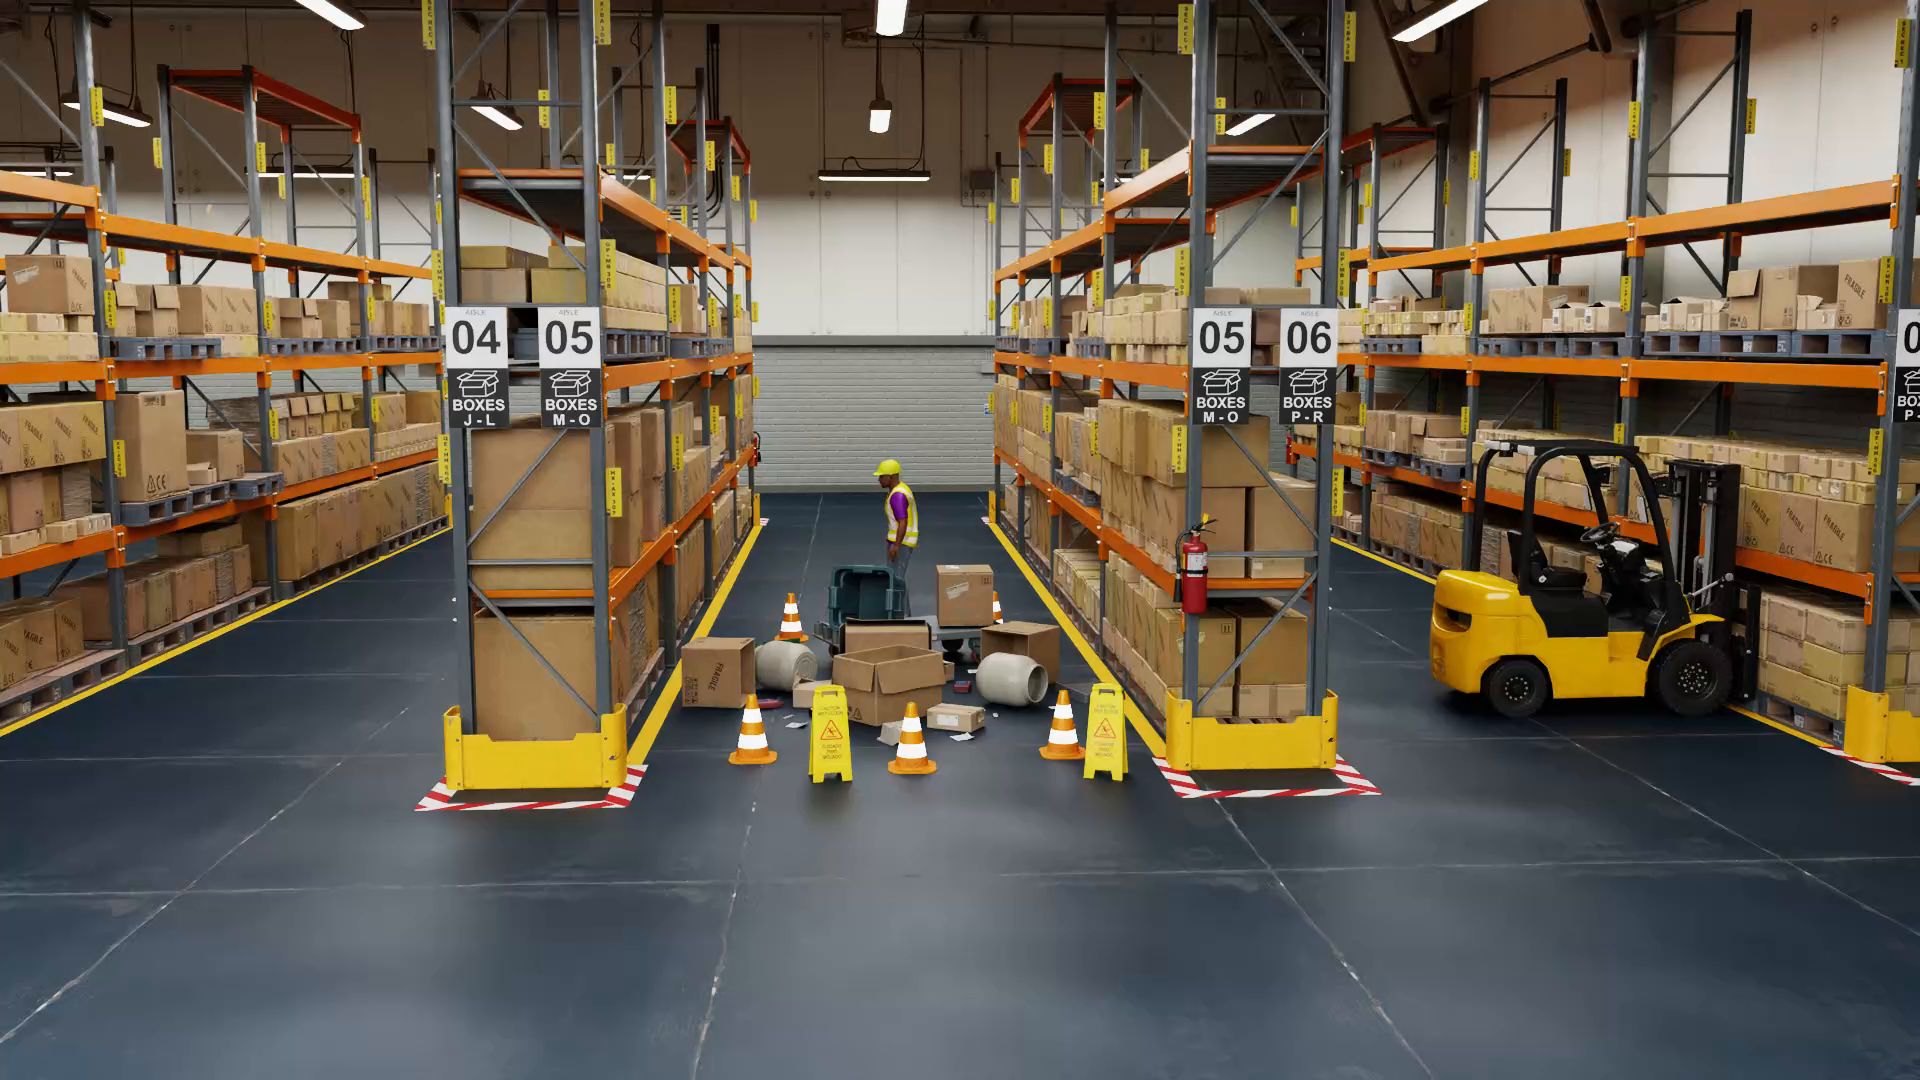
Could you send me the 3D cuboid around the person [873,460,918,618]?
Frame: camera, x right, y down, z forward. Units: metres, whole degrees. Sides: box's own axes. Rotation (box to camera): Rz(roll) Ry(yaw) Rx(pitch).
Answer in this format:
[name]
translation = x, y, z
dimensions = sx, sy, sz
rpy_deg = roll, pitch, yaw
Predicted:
[person]
translation = -0.668, 0.039, 17.335
dimensions = 0.462, 1.761, 0.628
rpy_deg = -1, 7, -4
